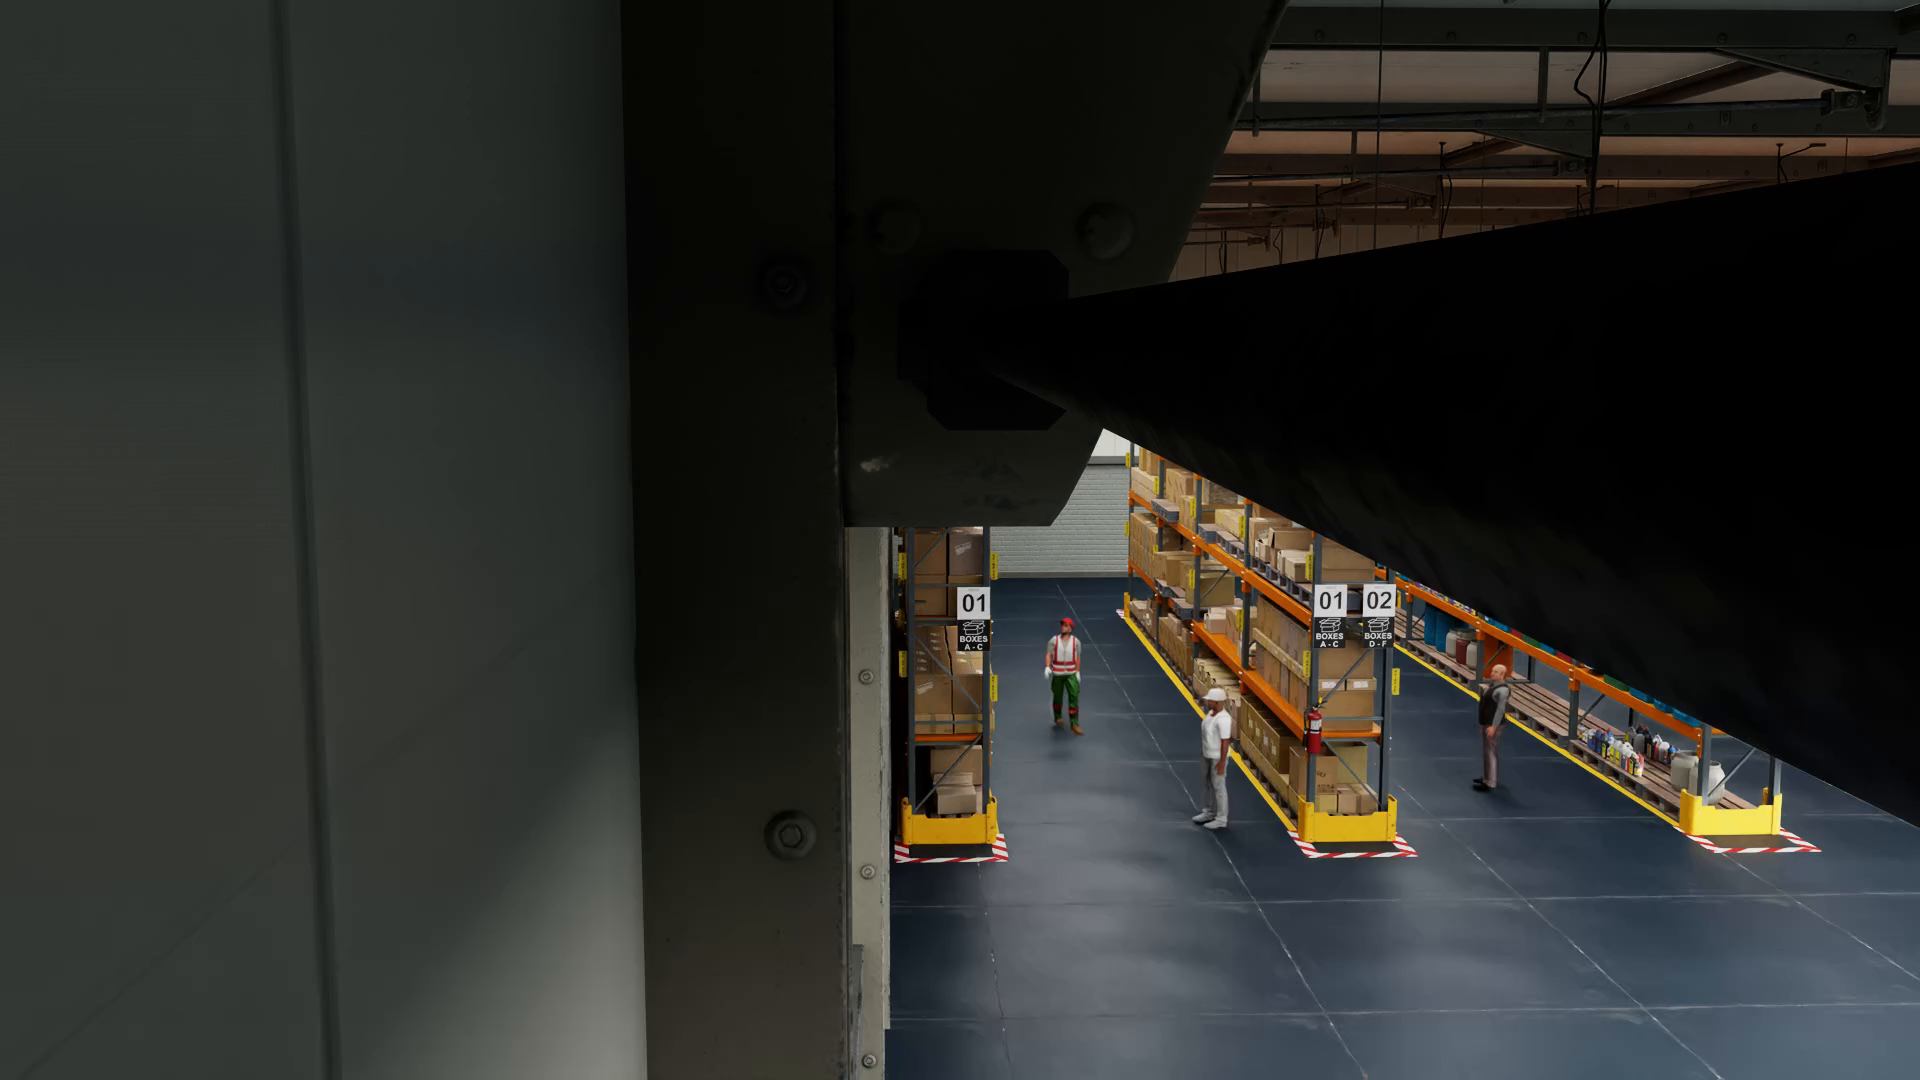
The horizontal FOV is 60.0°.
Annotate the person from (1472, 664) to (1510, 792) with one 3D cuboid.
[{"bbox_3d":[7.306,2.565,22.866,0.454,1.718,0.586,2,8,15],"label":"person"}]

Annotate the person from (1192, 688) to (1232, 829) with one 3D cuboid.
[{"bbox_3d":[3.209,2.745,21.151,0.425,1.768,0.656,-2,7,-13],"label":"person"}]

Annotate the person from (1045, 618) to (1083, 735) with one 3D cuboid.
[{"bbox_3d":[1.617,2.111,26.038,0.636,1.731,0.938,-1,7,-10],"label":"person"}]
